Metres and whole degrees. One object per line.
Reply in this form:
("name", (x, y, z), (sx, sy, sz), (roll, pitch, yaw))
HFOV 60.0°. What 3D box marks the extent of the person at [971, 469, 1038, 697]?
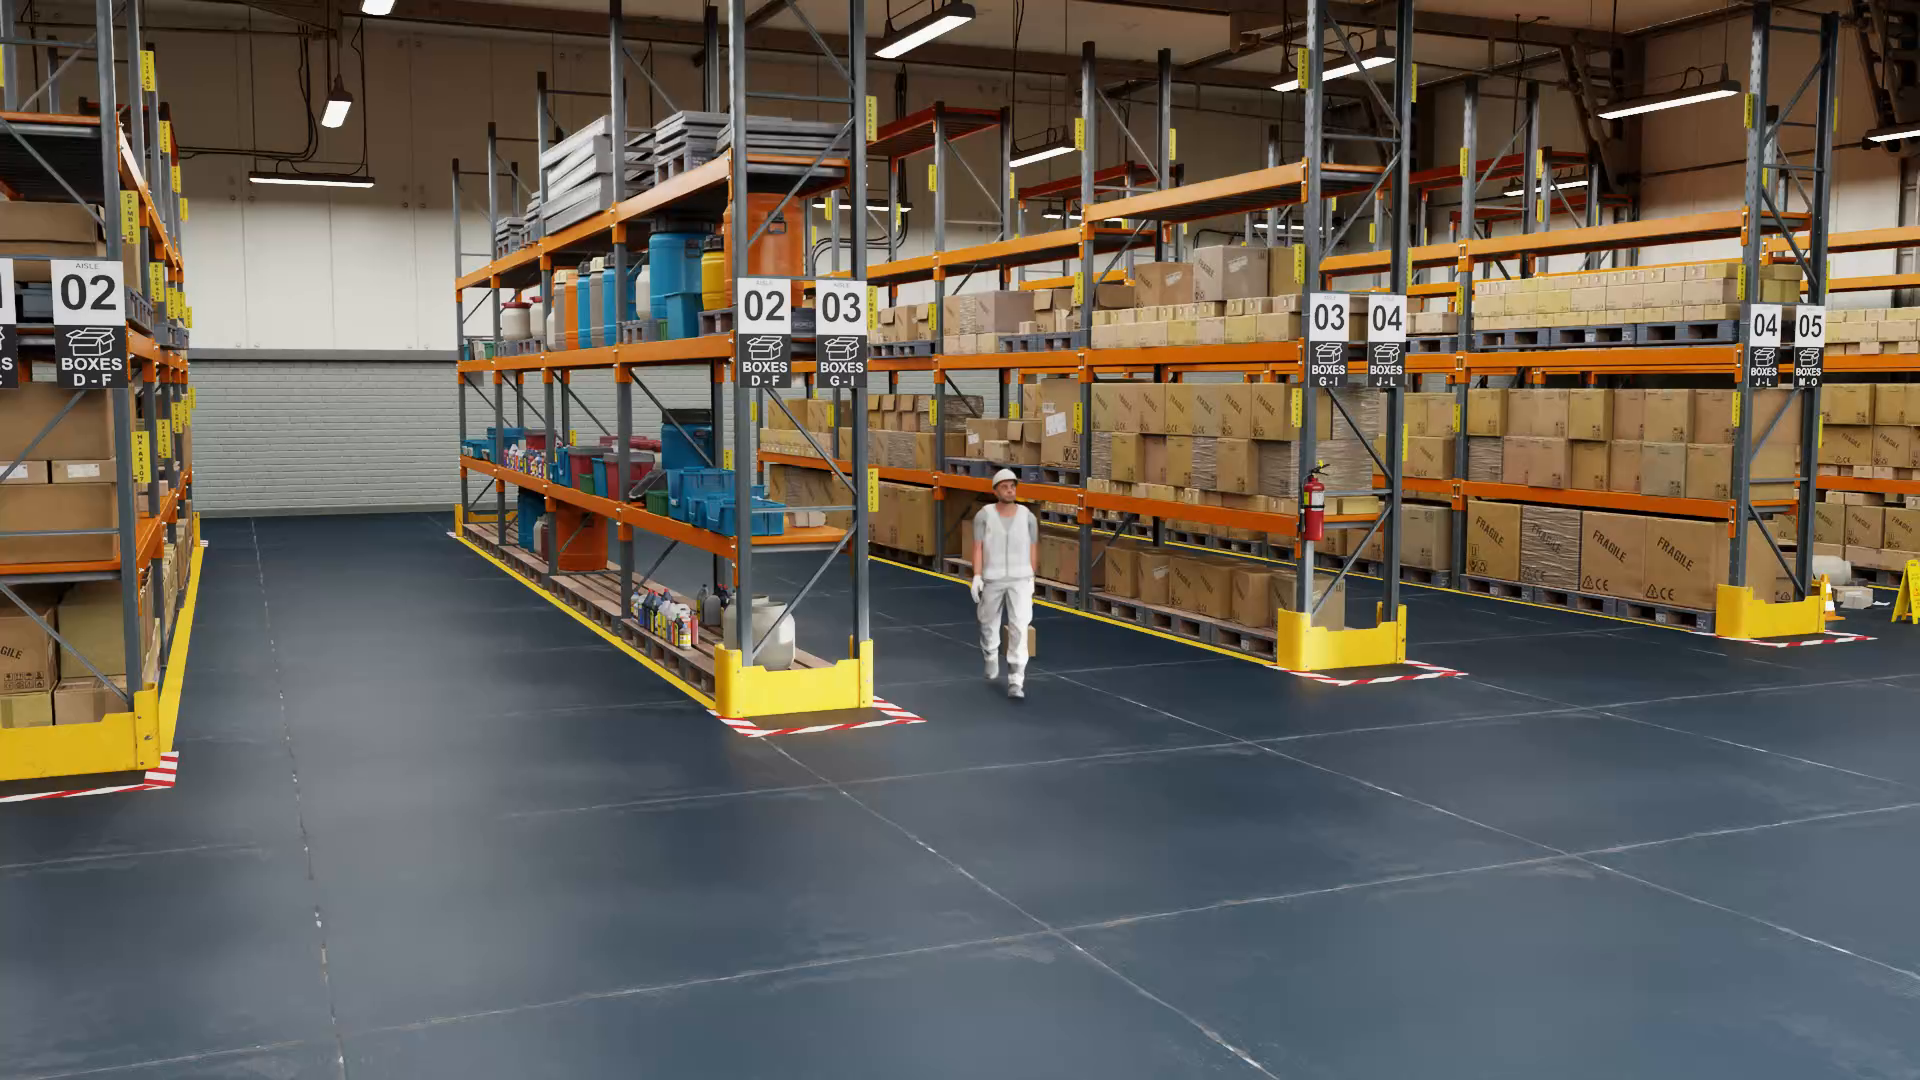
("person", (0.348, 0.320, 13.069), (0.533, 1.758, 0.903), (0, 5, -1))
